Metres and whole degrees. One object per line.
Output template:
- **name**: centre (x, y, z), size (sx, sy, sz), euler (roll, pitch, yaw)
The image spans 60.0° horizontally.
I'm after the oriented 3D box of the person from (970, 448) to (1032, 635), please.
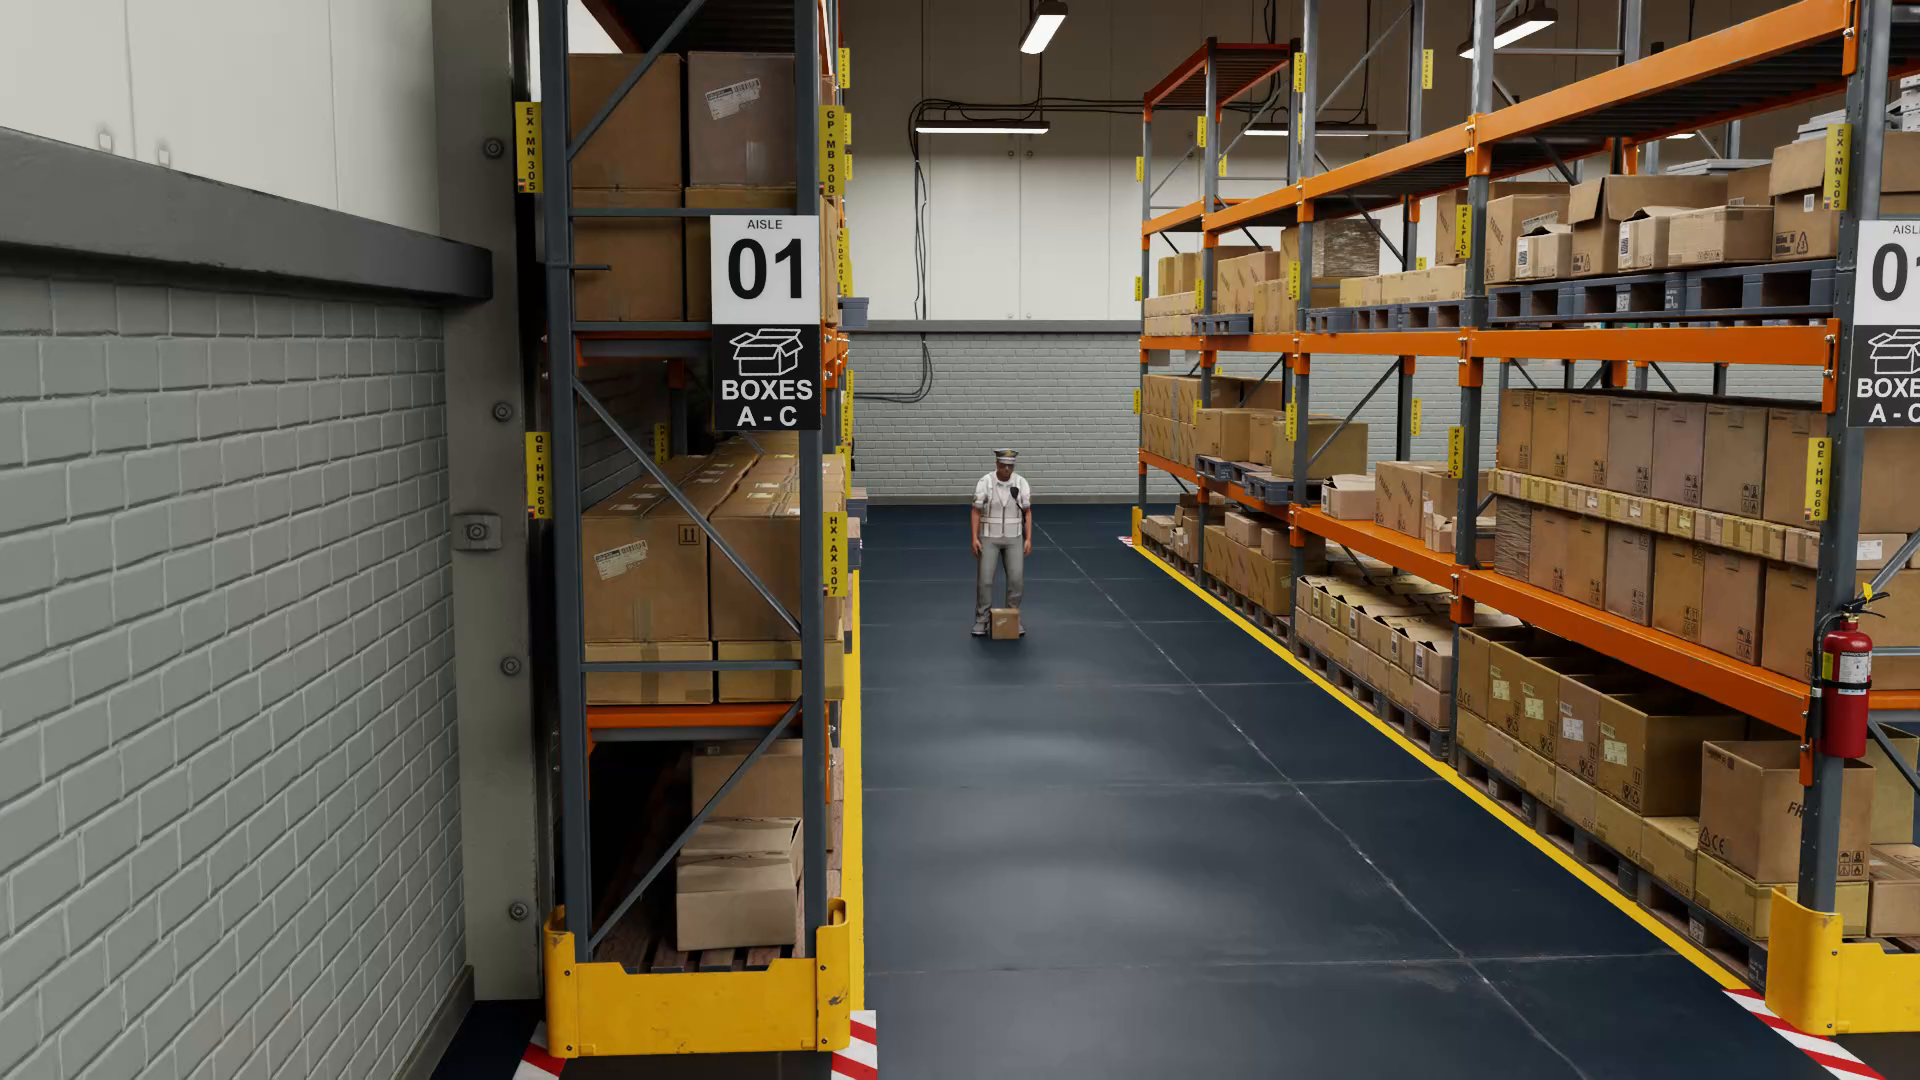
- **person**: centre (0.384, 0.004, 15.671), size (0.587, 1.748, 0.437), euler (0, 7, -3)
